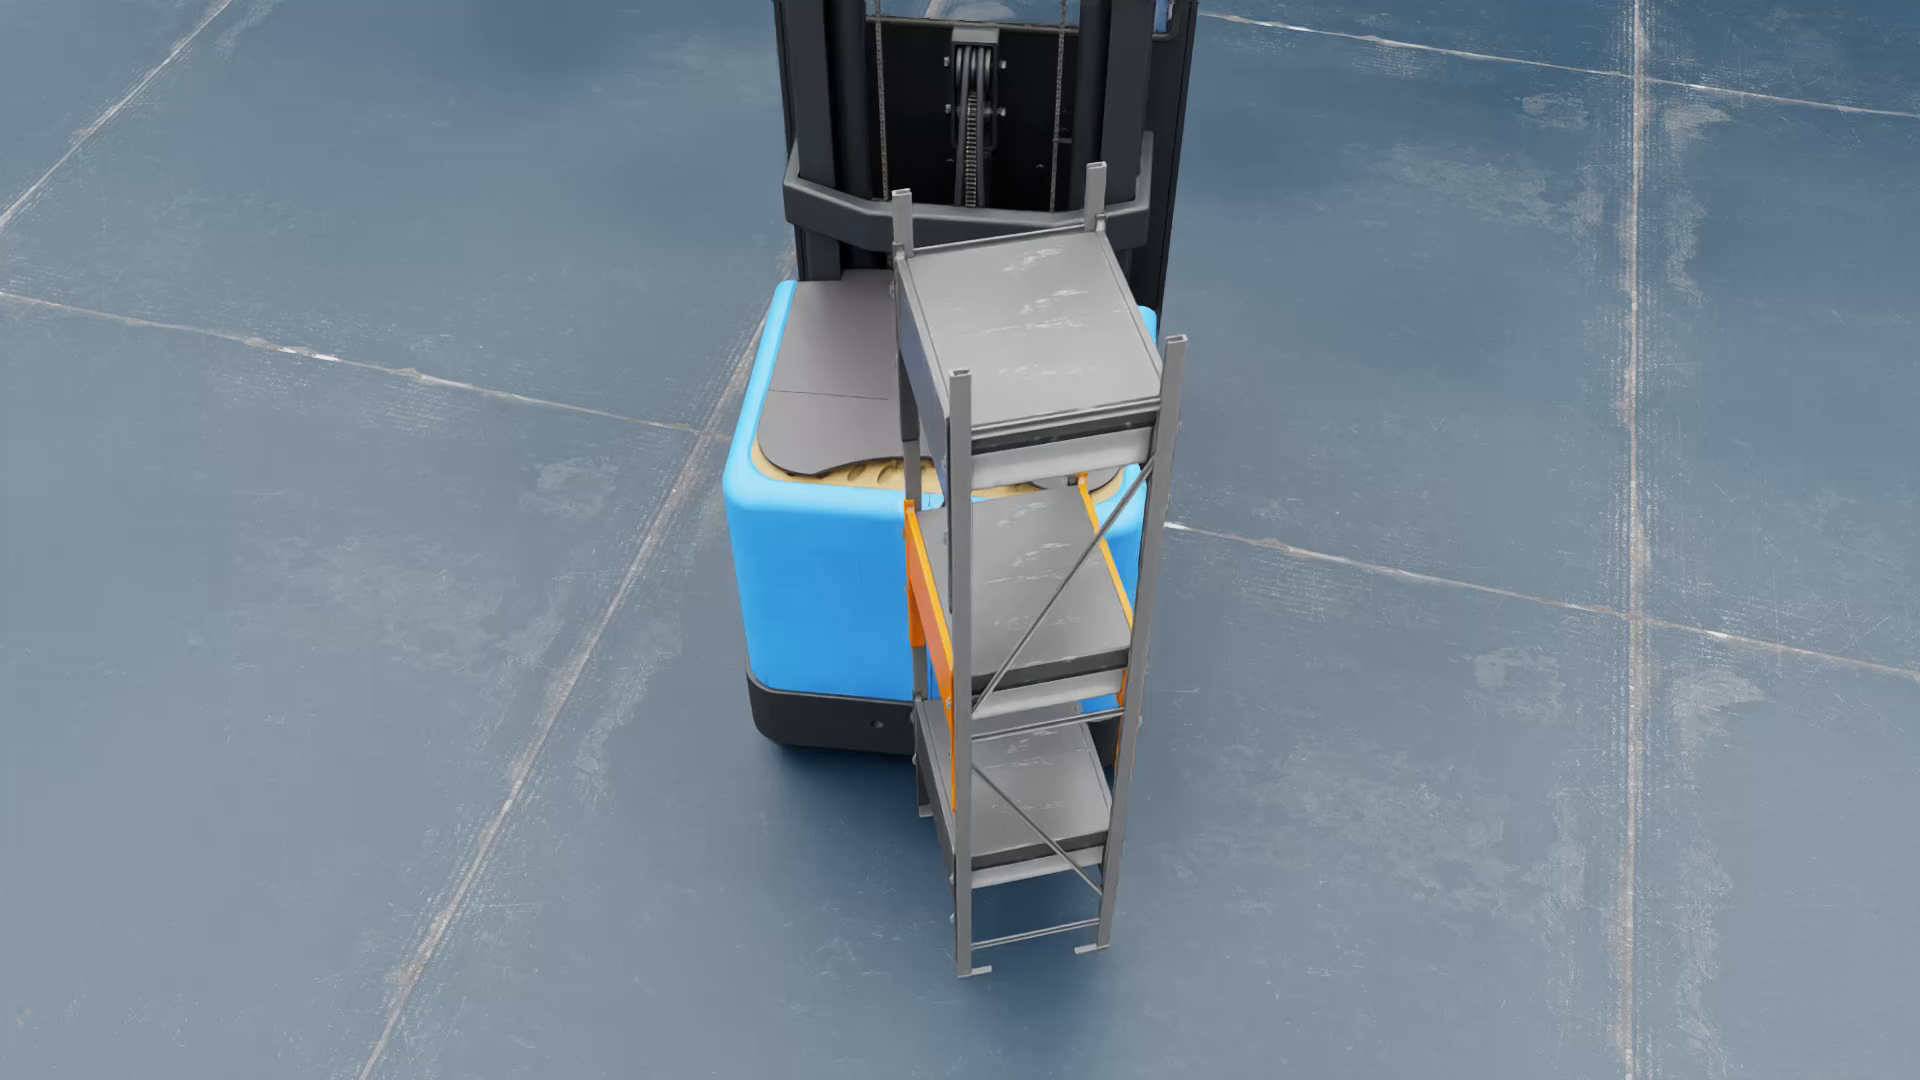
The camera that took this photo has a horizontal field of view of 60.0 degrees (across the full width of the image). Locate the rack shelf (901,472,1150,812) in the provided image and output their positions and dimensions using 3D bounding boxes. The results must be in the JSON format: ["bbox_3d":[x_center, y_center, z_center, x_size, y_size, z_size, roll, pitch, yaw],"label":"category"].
[{"bbox_3d":[0.131,0.223,3.669,0.431,0.518,0.480,-10,49,-8],"label":"rack shelf"}]

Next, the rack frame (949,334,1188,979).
[{"bbox_3d":[0.184,0.392,3.501,0.400,2.100,0.015,-10,49,-8],"label":"rack frame"}]

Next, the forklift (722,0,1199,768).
[{"bbox_3d":[0.091,-1.447,4.572,1.130,2.935,3.031,5,49,4],"label":"forklift"}]

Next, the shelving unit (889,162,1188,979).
[{"bbox_3d":[0.131,0.214,3.659,0.431,2.100,0.503,-10,49,-8],"label":"shelving unit"}]

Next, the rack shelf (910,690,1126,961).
[{"bbox_3d":[0.135,0.685,4.195,0.431,0.518,0.480,-10,49,-8],"label":"rack shelf"}]

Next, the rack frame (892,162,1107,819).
[{"bbox_3d":[0.079,0.035,3.817,0.400,2.100,0.015,-10,49,-8],"label":"rack frame"}]

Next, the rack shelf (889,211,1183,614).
[{"bbox_3d":[0.128,-0.240,3.144,0.431,0.518,0.480,-10,49,-8],"label":"rack shelf"}]
